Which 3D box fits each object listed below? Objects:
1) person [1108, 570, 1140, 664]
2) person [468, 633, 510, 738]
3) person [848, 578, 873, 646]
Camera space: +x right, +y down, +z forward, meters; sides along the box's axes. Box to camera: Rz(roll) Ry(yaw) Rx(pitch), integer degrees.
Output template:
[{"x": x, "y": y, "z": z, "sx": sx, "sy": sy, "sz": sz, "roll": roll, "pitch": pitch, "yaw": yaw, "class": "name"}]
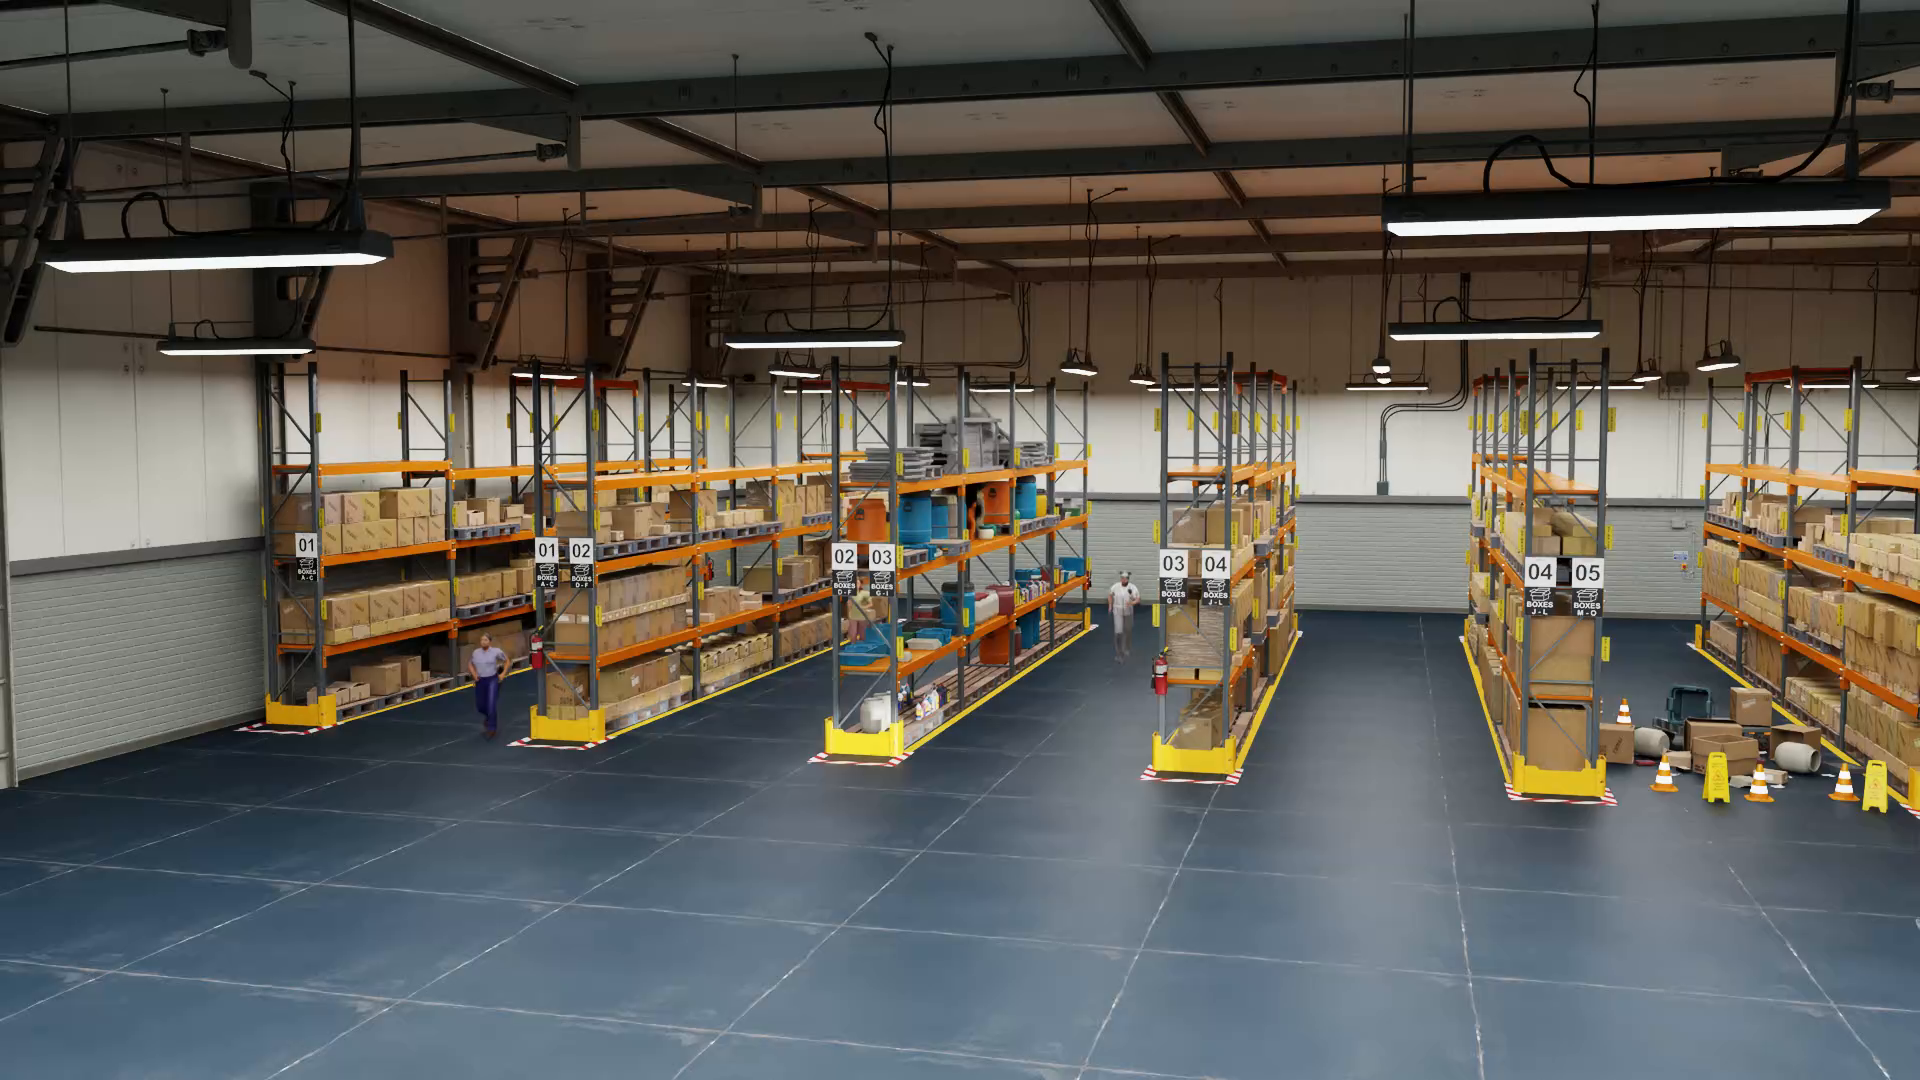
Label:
[{"x": 3.289, "y": 1.541, "z": 33.386, "sx": 0.629, "sy": 1.886, "sz": 0.812, "roll": 0, "pitch": 4, "yaw": 4, "class": "person"}, {"x": -7.580, "y": 2.327, "z": 26.766, "sx": 0.662, "sy": 1.675, "sz": 0.793, "roll": 0, "pitch": 4, "yaw": 3, "class": "person"}, {"x": -1.963, "y": 1.599, "z": 32.497, "sx": 0.564, "sy": 1.743, "sz": 0.736, "roll": 1, "pitch": 4, "yaw": 9, "class": "person"}]
